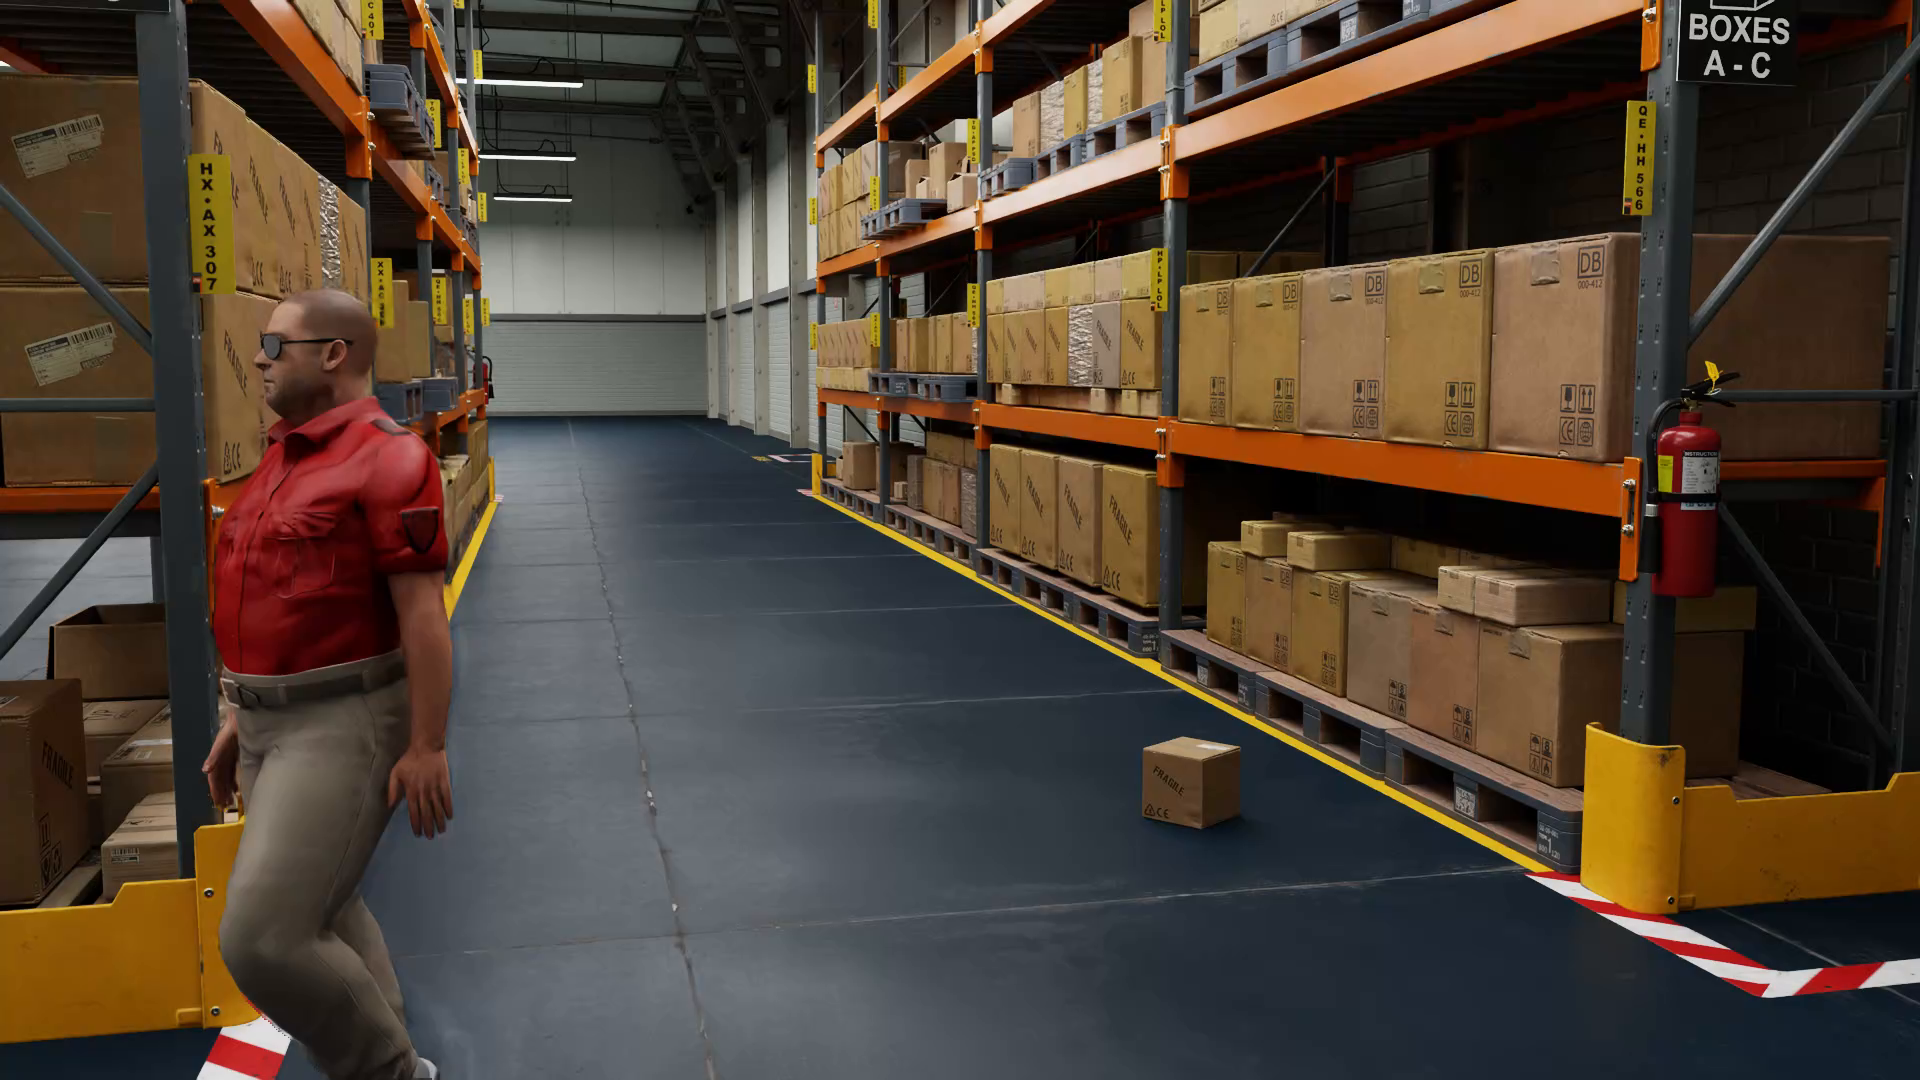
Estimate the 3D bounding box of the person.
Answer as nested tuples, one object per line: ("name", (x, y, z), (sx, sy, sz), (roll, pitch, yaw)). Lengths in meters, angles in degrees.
("person", (-1.257, 0.403, 3.173), (0.567, 1.755, 0.472), (6, 8, 42))
